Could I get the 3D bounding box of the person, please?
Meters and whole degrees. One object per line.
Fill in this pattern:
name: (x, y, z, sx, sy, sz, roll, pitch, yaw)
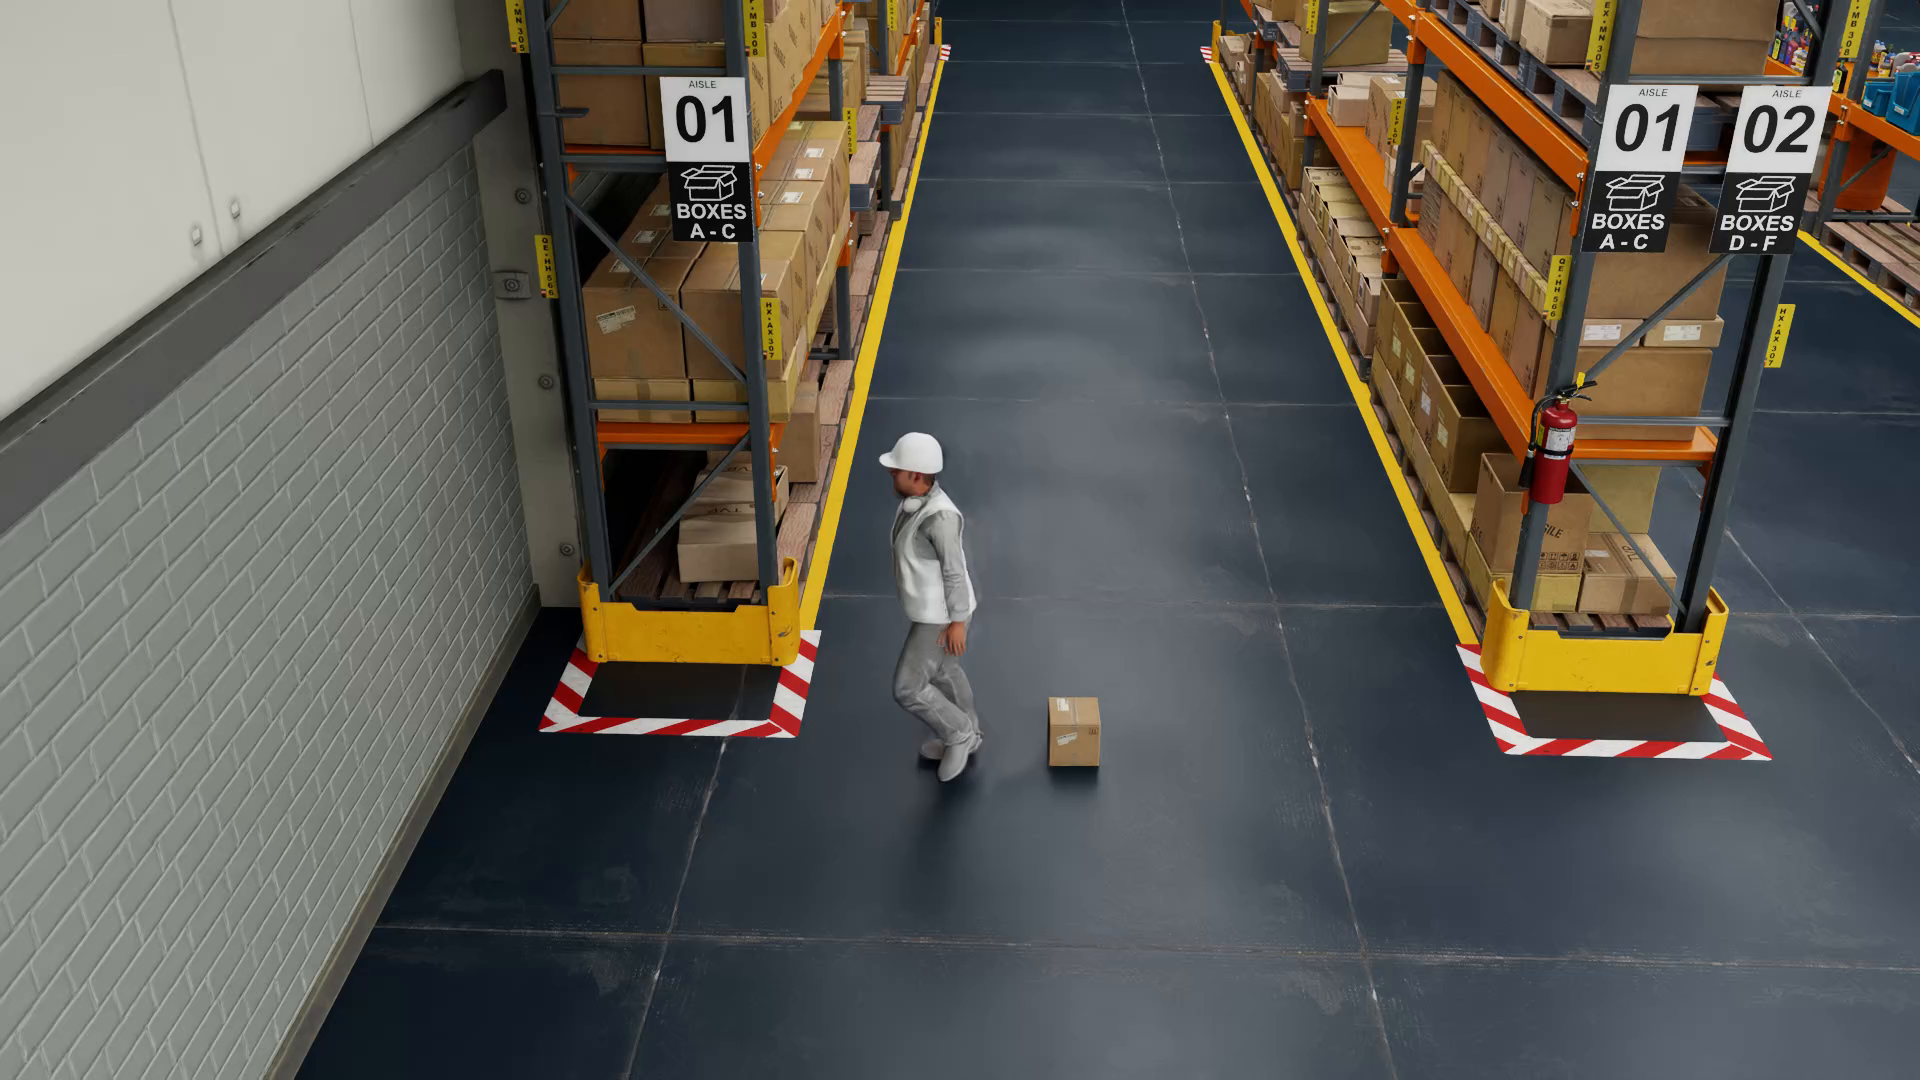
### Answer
person: (-0.122, 0.304, 7.977, 0.488, 1.760, 0.560, -5, 28, -10)
